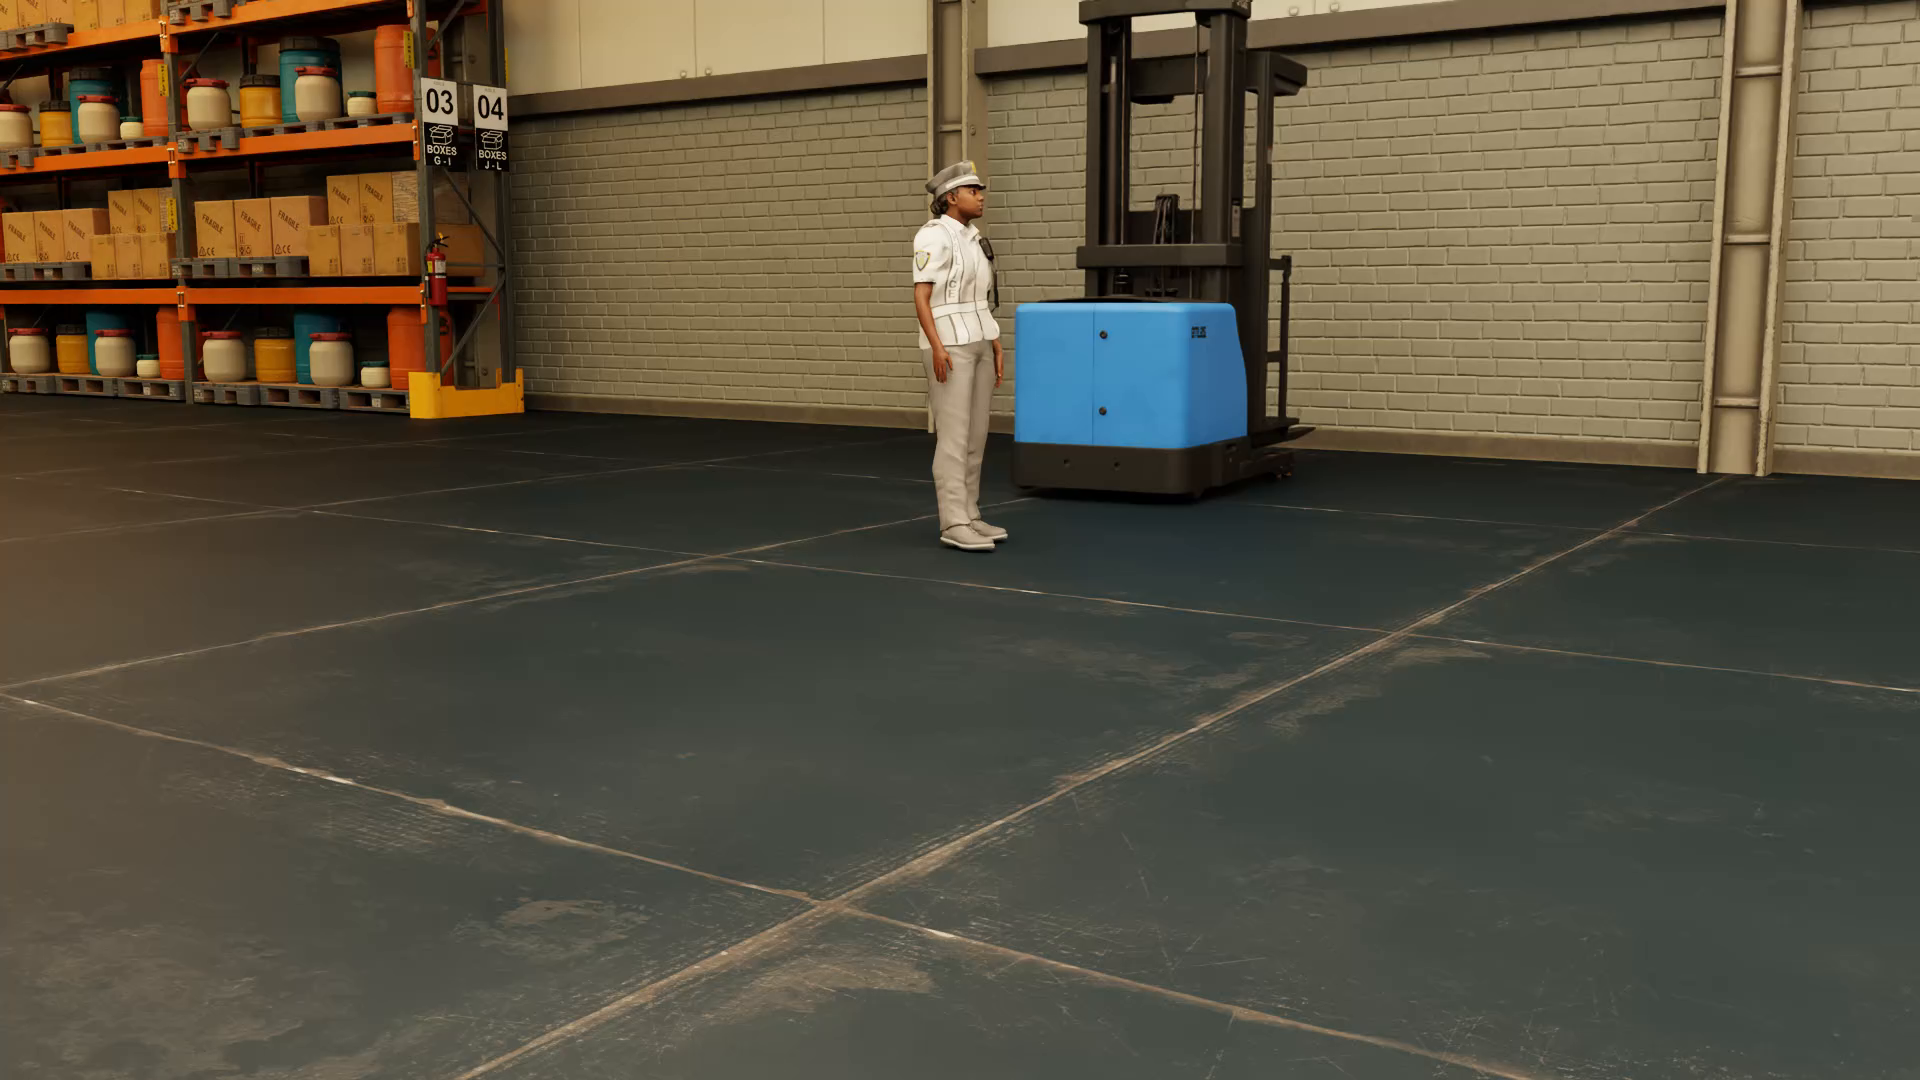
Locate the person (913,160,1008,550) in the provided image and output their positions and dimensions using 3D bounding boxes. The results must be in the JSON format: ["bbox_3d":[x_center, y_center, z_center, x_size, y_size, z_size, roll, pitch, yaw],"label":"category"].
[{"bbox_3d":[0.051,-0.838,7.426,0.530,1.695,0.570,5,10,34],"label":"person"}]

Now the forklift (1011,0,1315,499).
[{"bbox_3d":[1.431,-1.839,10.128,1.130,2.935,3.031,4,9,28],"label":"forklift"}]
